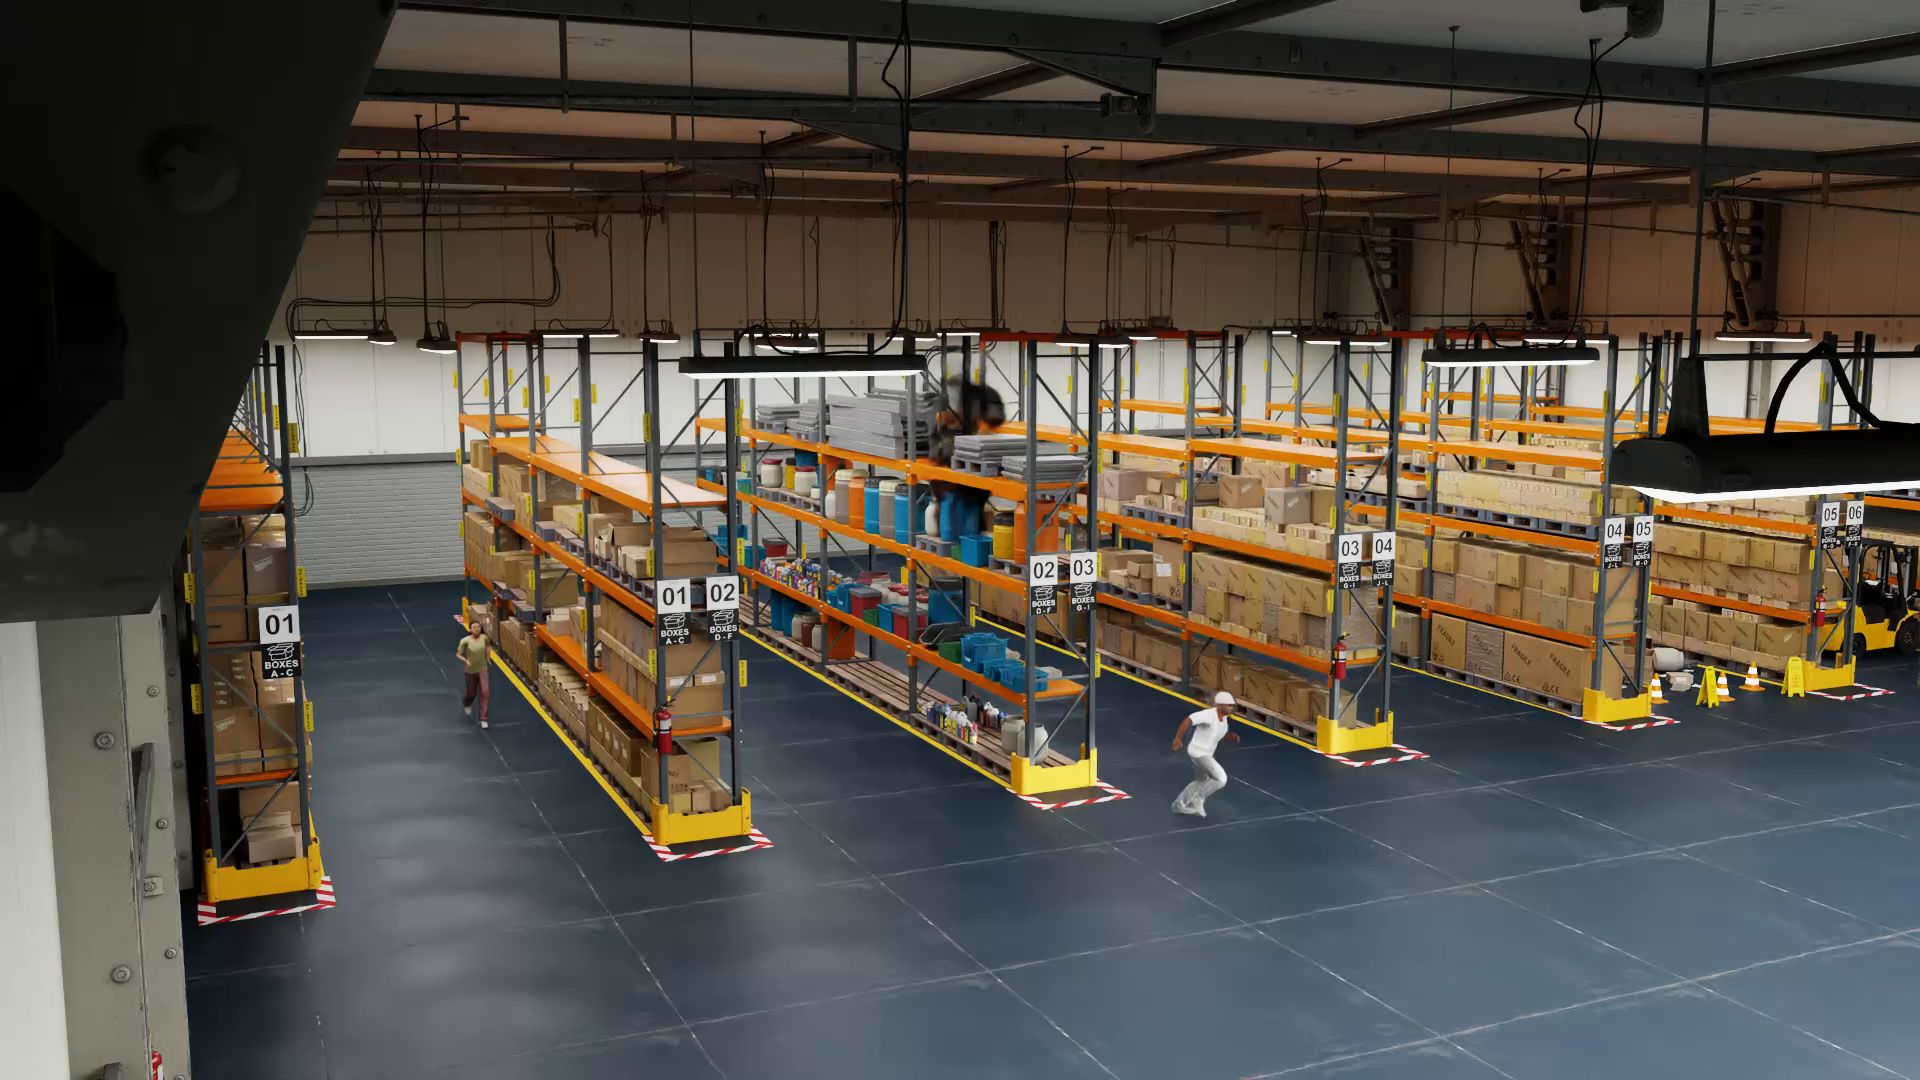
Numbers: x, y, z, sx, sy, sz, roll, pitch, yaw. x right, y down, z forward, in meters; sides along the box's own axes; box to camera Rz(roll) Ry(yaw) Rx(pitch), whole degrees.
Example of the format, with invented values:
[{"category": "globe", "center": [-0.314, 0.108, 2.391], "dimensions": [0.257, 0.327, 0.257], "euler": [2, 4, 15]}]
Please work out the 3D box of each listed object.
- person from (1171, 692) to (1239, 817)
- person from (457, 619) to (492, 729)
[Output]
[{"category": "person", "center": [3.098, 2.709, 21.028], "dimensions": [0.851, 1.617, 0.732], "euler": [3, 8, 22]}, {"category": "person", "center": [-7.532, 2.035, 25.826], "dimensions": [0.564, 1.656, 0.933], "euler": [-4, 9, -30]}]
